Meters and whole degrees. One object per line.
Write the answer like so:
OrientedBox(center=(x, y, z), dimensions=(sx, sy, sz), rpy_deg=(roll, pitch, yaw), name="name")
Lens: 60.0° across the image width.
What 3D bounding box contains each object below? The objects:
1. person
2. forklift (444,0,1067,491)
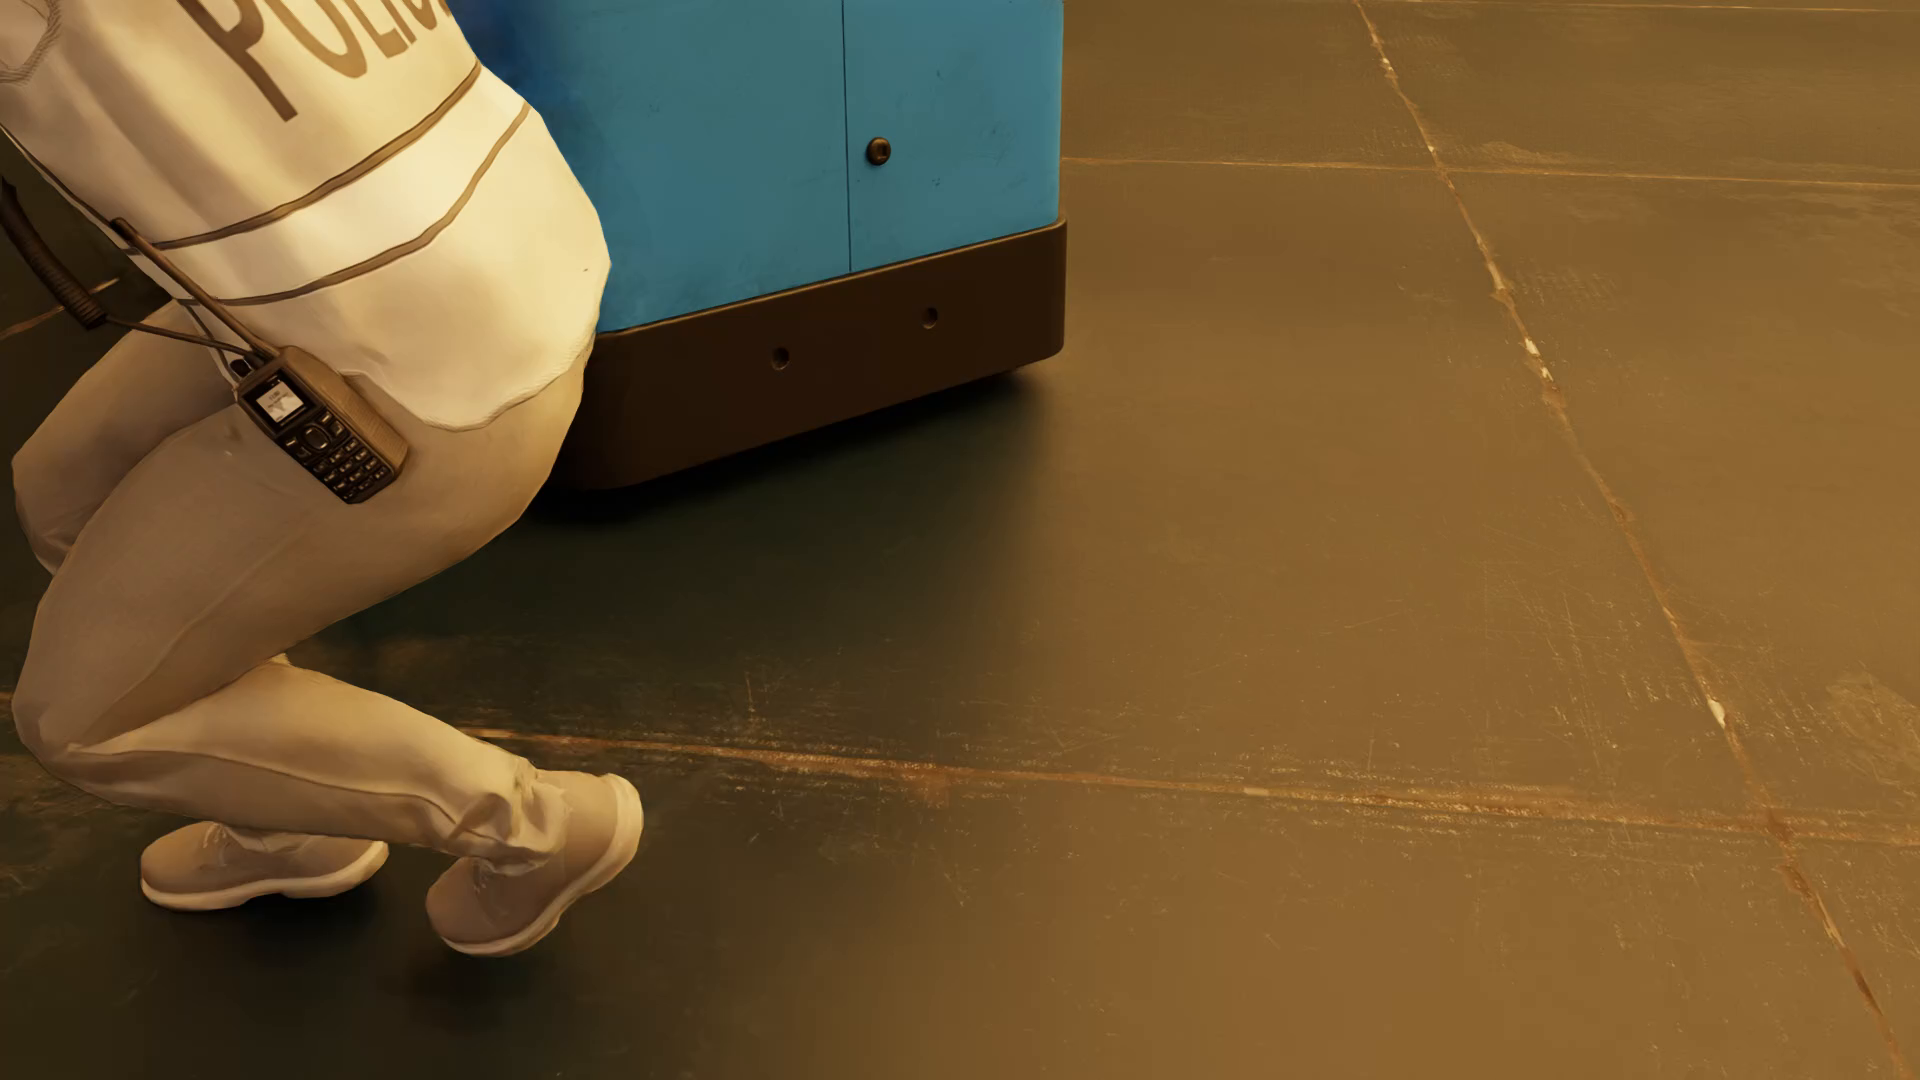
OrientedBox(center=(-0.757, -0.224, 1.401), dimensions=(0.945, 1.401, 0.708), rpy_deg=(1, 27, 3), name="person")
OrientedBox(center=(-1.143, -1.968, 3.161), dimensions=(1.130, 2.935, 3.031), rpy_deg=(-21, 33, -35), name="forklift")
